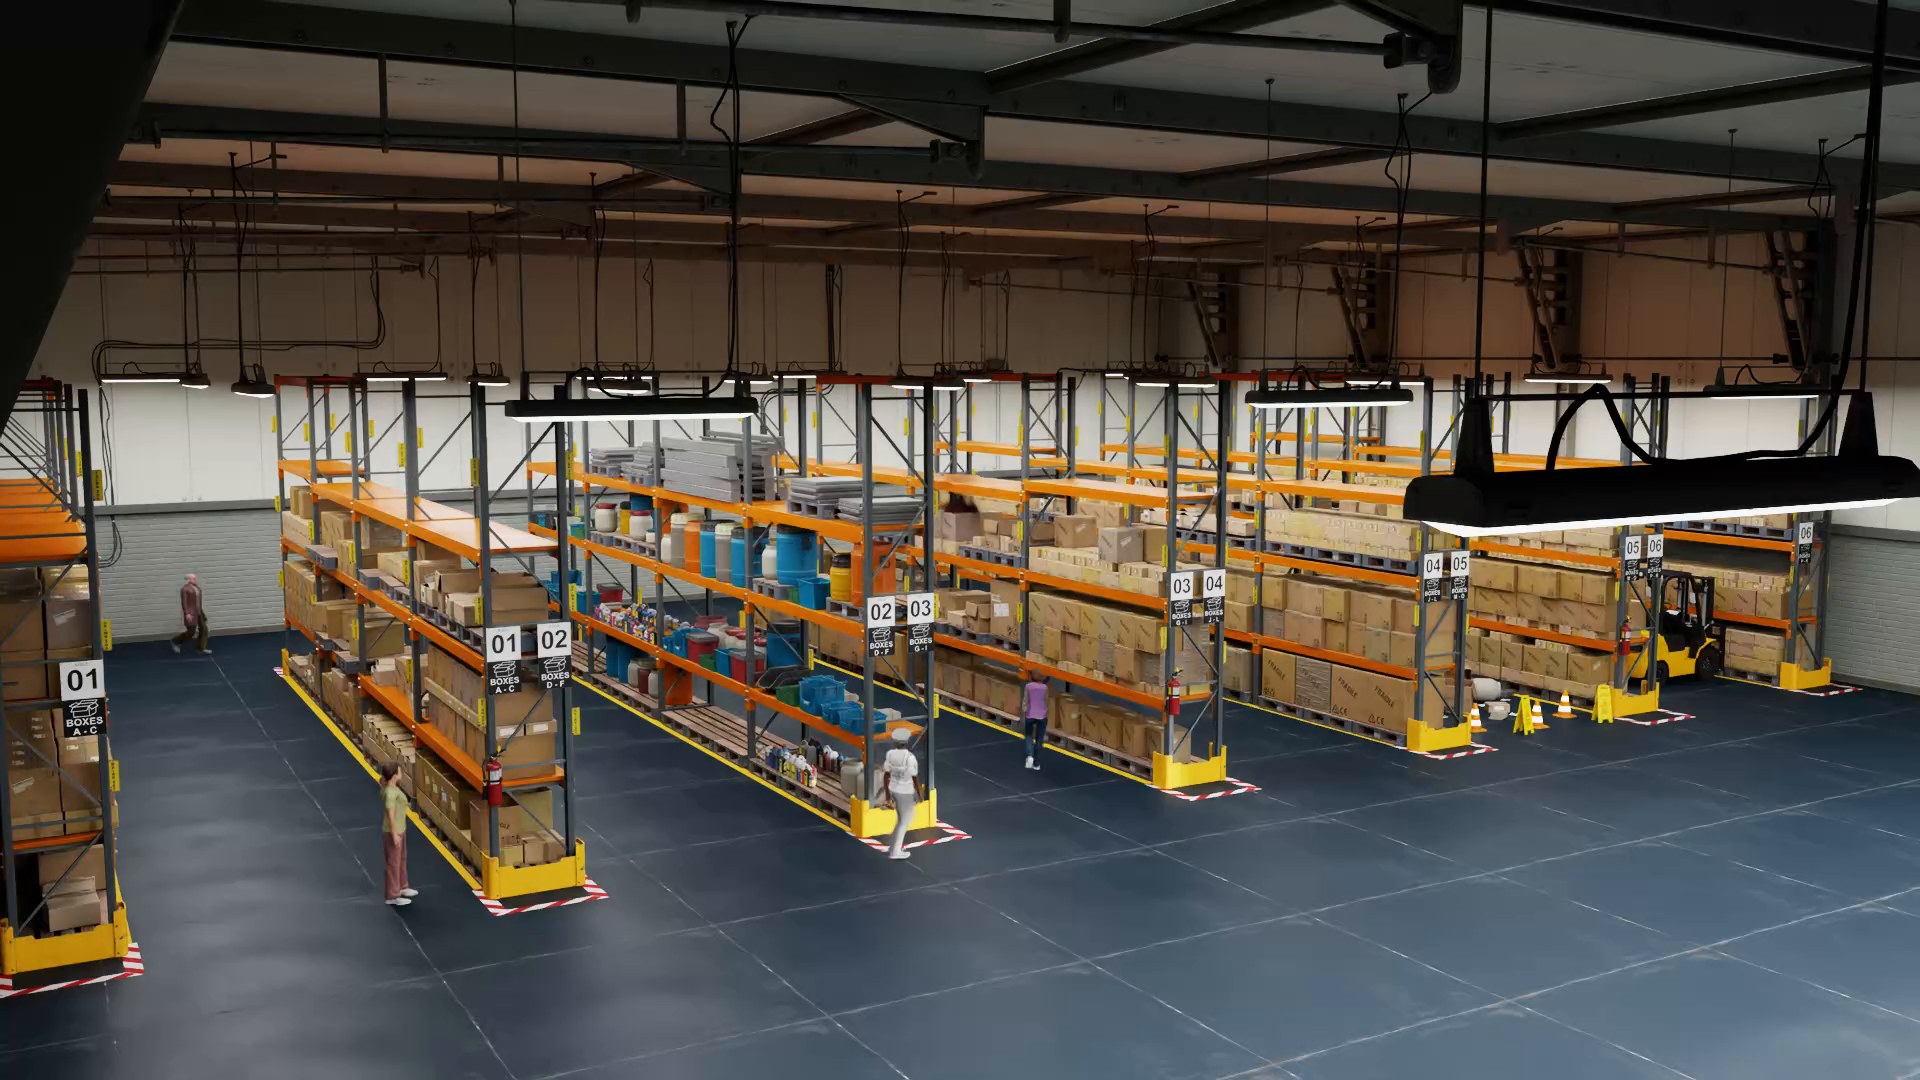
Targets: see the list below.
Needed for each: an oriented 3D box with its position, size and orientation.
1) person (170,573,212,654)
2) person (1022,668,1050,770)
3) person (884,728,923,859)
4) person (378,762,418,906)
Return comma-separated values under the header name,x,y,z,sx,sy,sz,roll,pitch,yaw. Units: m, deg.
name,x,y,z,sx,sy,sz,roll,pitch,yaw
person,-16.392,1.572,35.444,0.854,1.741,0.599,1,6,9
person,1.174,2.738,25.559,0.432,1.578,0.387,1,6,5
person,-0.693,3.200,20.976,0.475,1.693,0.467,-3,7,-27
person,-6.558,3.399,19.360,0.360,1.692,0.580,-1,6,-11
